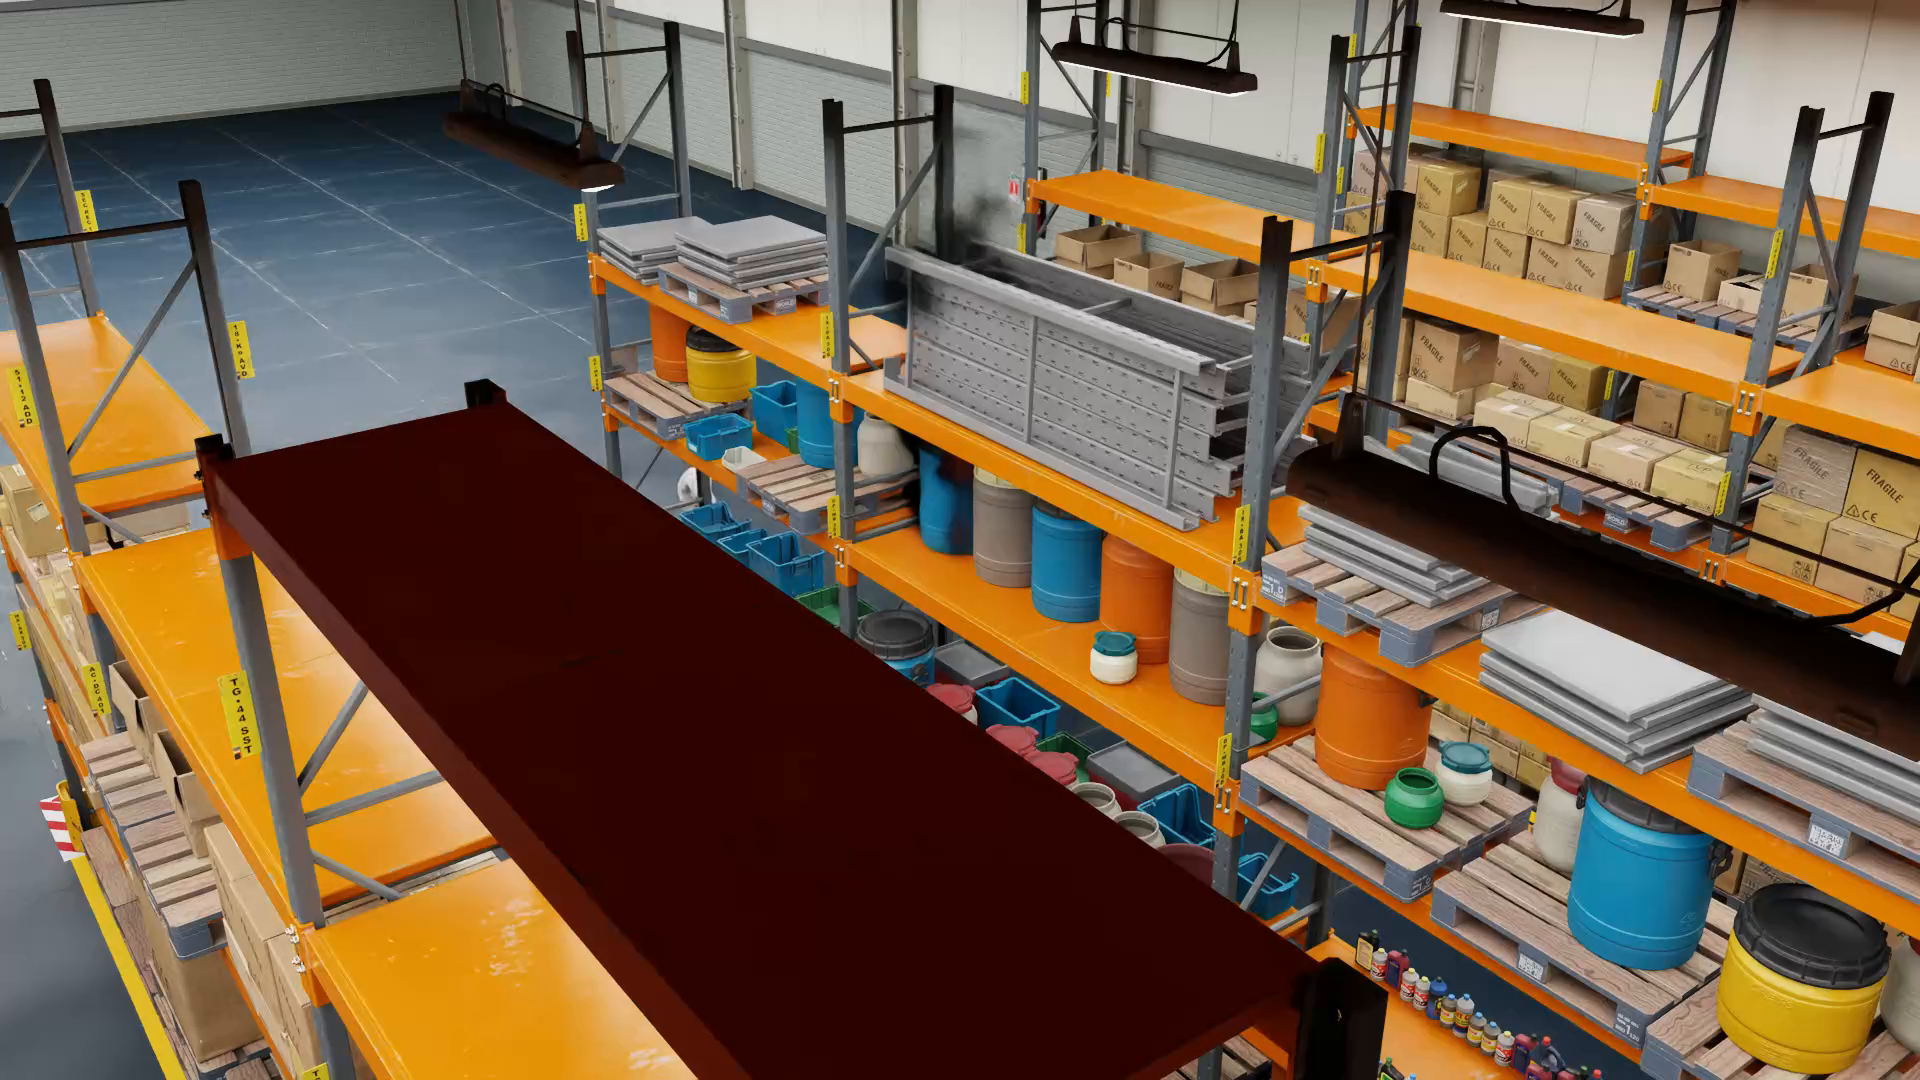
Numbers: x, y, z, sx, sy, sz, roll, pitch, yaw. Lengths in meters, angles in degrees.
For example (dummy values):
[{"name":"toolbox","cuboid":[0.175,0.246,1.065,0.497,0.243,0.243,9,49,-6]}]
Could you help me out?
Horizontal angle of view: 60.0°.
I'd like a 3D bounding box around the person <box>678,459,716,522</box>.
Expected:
[{"name":"person","cuboid":[-2.769,-0.287,17.547,0.915,1.717,0.765,5,25,11]}]
